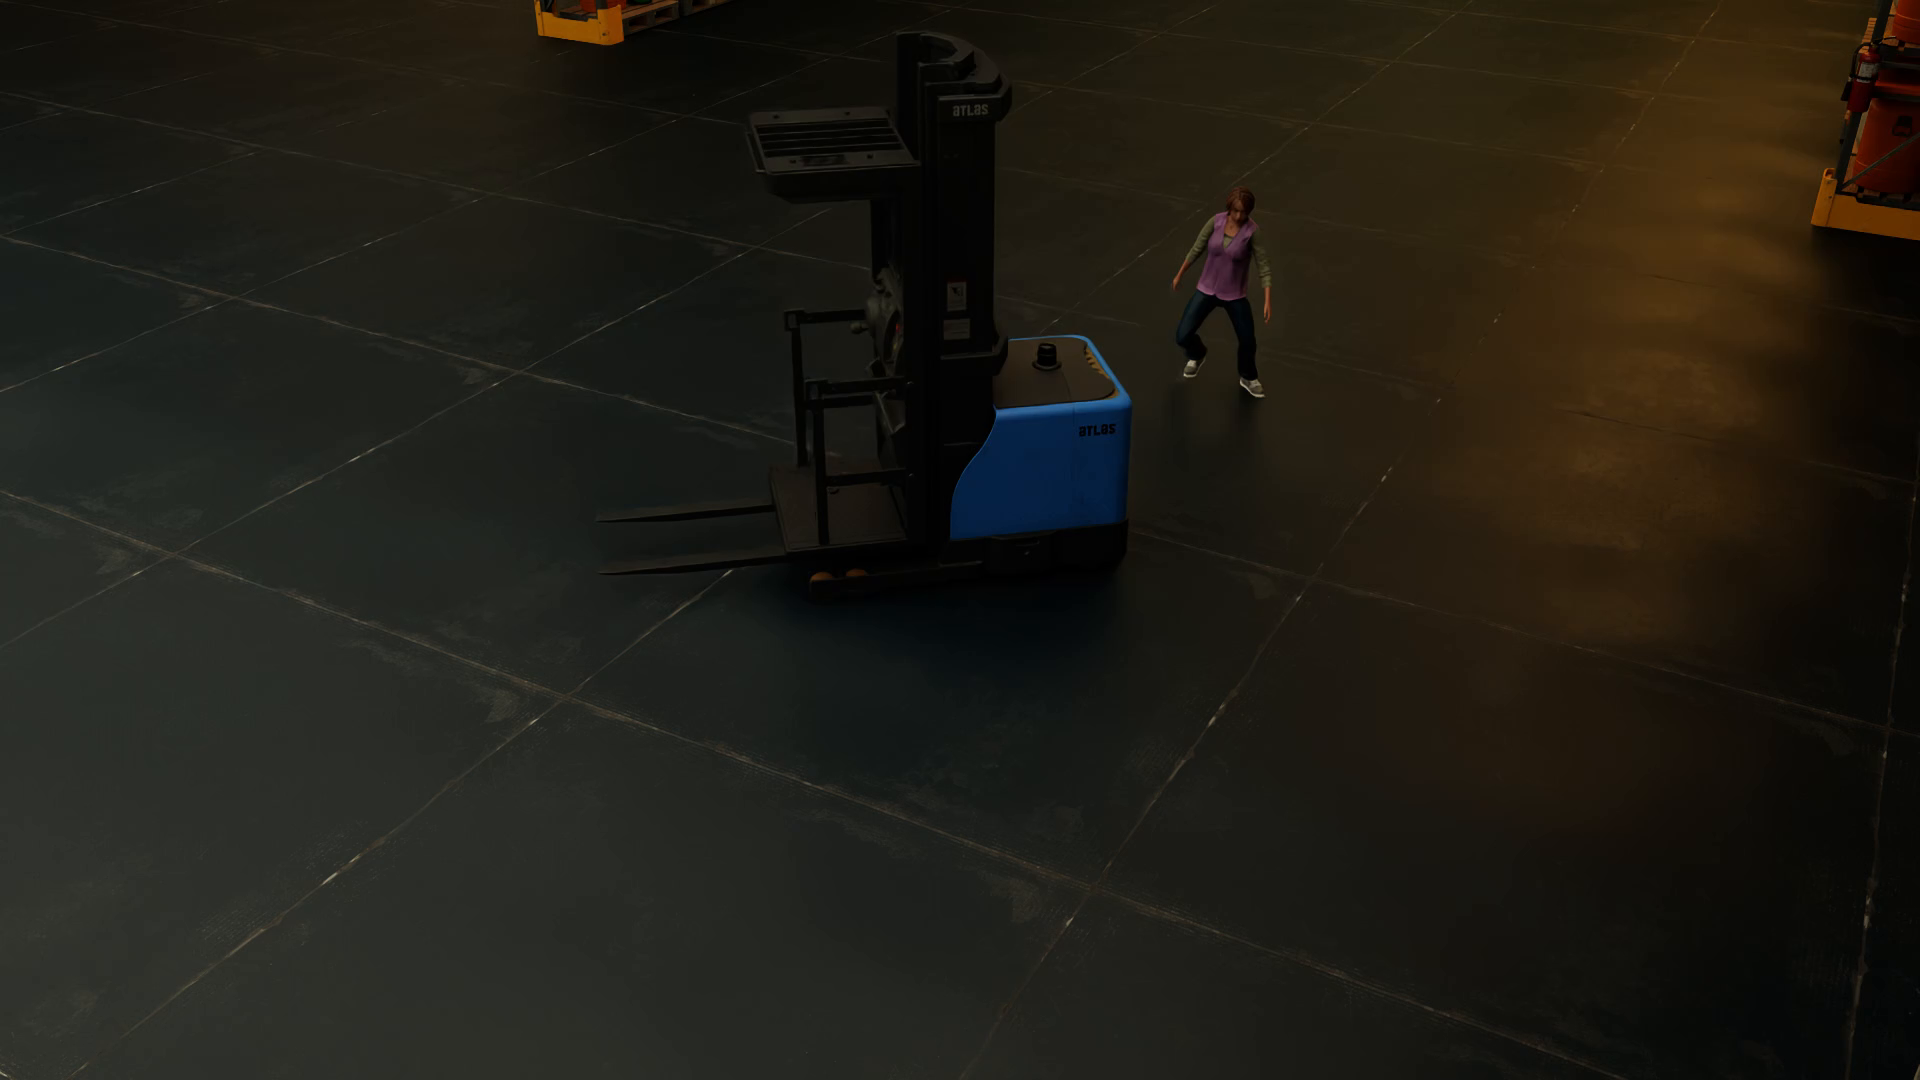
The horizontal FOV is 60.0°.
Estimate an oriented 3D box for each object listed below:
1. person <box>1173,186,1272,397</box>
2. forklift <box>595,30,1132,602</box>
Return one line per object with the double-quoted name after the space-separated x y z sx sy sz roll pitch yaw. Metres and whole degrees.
1.810 -1.713 11.476 0.764 1.512 0.459 15 33 24 "person"
-0.598 -1.206 9.161 3.031 2.935 1.130 -6 30 -10 "forklift"
